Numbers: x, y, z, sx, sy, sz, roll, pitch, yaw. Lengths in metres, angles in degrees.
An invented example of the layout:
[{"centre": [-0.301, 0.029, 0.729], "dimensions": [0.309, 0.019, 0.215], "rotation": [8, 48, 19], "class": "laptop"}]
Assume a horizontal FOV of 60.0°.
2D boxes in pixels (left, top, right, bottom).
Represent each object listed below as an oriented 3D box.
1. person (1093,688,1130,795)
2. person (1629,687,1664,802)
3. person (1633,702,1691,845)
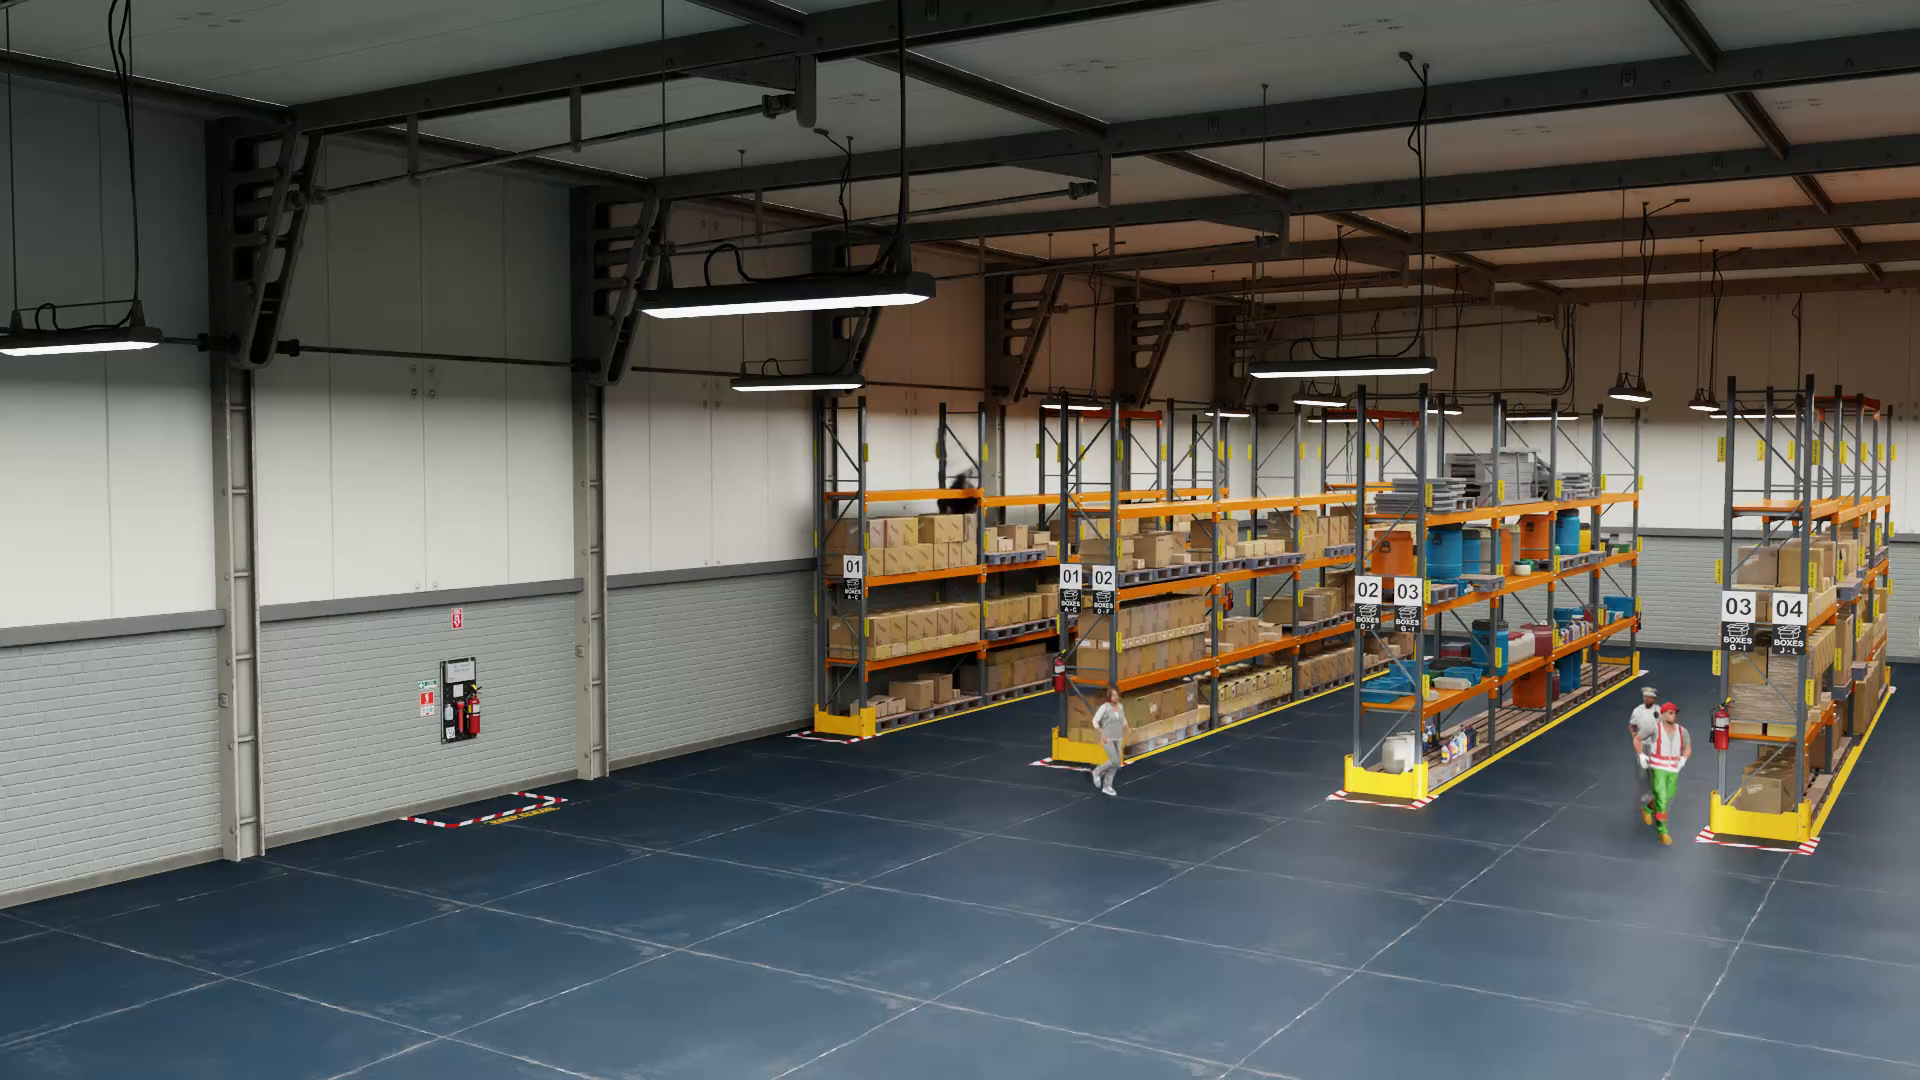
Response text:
[{"centre": [2.252, 2.951, 24.359], "dimensions": [0.525, 1.565, 0.522], "rotation": [-2, 4, -32], "class": "person"}, {"centre": [9.870, 2.926, 23.779], "dimensions": [0.608, 1.658, 0.570], "rotation": [2, 4, 34], "class": "person"}, {"centre": [9.163, 2.996, 21.649], "dimensions": [0.699, 1.787, 0.943], "rotation": [0, 3, -3], "class": "person"}]
